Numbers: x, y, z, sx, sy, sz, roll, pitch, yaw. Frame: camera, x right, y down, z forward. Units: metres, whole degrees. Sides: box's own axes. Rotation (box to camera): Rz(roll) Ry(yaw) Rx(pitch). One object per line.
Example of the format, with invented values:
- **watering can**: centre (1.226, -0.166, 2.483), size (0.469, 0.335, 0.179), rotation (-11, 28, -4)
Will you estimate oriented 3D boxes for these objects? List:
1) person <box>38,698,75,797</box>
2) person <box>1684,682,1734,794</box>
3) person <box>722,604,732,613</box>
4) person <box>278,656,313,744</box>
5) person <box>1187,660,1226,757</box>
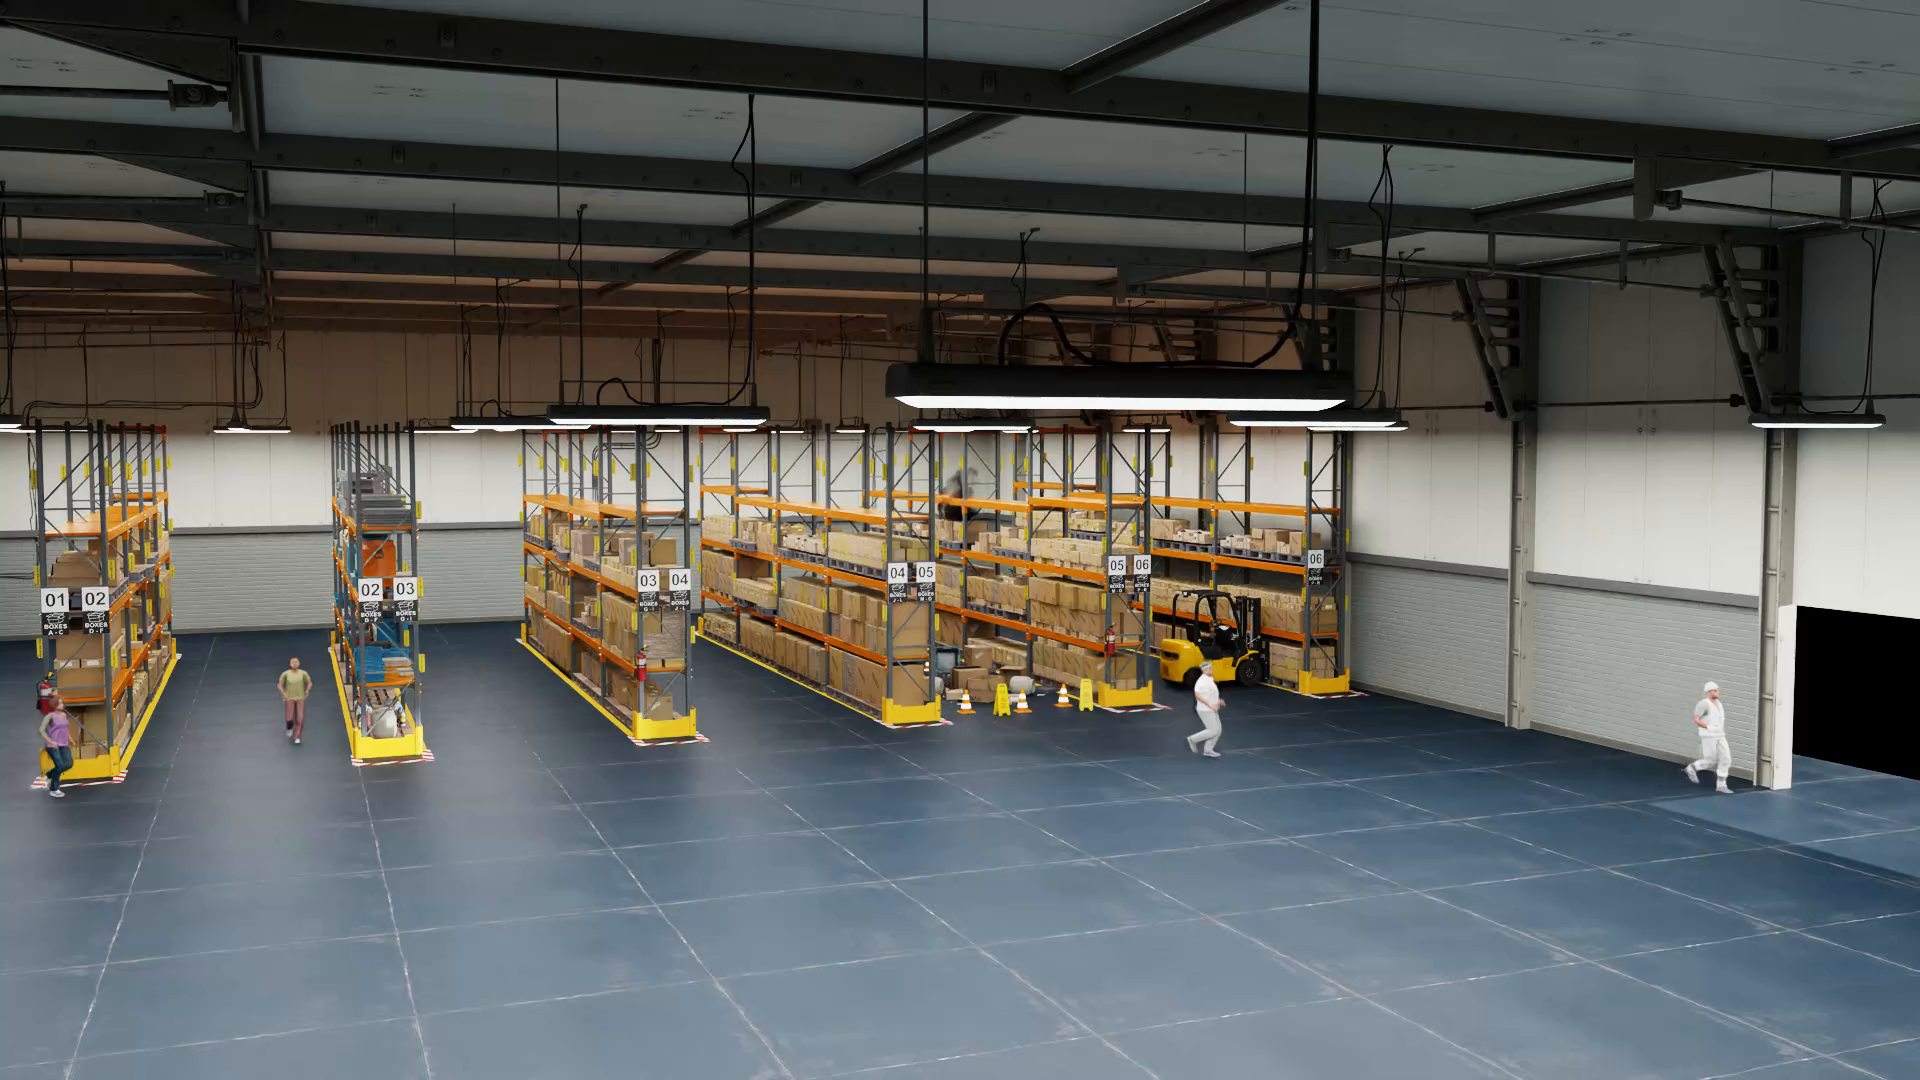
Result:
- **person**: centre (-14.413, 3.303, 26.561), size (0.478, 1.558, 0.582), rotation (1, 4, 16)
- **person**: centre (12.098, 3.166, 26.773), size (0.685, 1.757, 0.841), rotation (-2, 4, -28)
- **person**: centre (-6.876, 1.808, 49.685), size (0.571, 1.610, 0.706), rotation (0, 4, 4)
- **person**: centre (-12.398, 2.972, 31.046), size (0.598, 1.619, 0.561), rotation (-2, 4, -25)
- **person**: centre (4.427, 3.002, 29.655), size (0.562, 1.733, 0.679), rotation (1, 4, 22)
